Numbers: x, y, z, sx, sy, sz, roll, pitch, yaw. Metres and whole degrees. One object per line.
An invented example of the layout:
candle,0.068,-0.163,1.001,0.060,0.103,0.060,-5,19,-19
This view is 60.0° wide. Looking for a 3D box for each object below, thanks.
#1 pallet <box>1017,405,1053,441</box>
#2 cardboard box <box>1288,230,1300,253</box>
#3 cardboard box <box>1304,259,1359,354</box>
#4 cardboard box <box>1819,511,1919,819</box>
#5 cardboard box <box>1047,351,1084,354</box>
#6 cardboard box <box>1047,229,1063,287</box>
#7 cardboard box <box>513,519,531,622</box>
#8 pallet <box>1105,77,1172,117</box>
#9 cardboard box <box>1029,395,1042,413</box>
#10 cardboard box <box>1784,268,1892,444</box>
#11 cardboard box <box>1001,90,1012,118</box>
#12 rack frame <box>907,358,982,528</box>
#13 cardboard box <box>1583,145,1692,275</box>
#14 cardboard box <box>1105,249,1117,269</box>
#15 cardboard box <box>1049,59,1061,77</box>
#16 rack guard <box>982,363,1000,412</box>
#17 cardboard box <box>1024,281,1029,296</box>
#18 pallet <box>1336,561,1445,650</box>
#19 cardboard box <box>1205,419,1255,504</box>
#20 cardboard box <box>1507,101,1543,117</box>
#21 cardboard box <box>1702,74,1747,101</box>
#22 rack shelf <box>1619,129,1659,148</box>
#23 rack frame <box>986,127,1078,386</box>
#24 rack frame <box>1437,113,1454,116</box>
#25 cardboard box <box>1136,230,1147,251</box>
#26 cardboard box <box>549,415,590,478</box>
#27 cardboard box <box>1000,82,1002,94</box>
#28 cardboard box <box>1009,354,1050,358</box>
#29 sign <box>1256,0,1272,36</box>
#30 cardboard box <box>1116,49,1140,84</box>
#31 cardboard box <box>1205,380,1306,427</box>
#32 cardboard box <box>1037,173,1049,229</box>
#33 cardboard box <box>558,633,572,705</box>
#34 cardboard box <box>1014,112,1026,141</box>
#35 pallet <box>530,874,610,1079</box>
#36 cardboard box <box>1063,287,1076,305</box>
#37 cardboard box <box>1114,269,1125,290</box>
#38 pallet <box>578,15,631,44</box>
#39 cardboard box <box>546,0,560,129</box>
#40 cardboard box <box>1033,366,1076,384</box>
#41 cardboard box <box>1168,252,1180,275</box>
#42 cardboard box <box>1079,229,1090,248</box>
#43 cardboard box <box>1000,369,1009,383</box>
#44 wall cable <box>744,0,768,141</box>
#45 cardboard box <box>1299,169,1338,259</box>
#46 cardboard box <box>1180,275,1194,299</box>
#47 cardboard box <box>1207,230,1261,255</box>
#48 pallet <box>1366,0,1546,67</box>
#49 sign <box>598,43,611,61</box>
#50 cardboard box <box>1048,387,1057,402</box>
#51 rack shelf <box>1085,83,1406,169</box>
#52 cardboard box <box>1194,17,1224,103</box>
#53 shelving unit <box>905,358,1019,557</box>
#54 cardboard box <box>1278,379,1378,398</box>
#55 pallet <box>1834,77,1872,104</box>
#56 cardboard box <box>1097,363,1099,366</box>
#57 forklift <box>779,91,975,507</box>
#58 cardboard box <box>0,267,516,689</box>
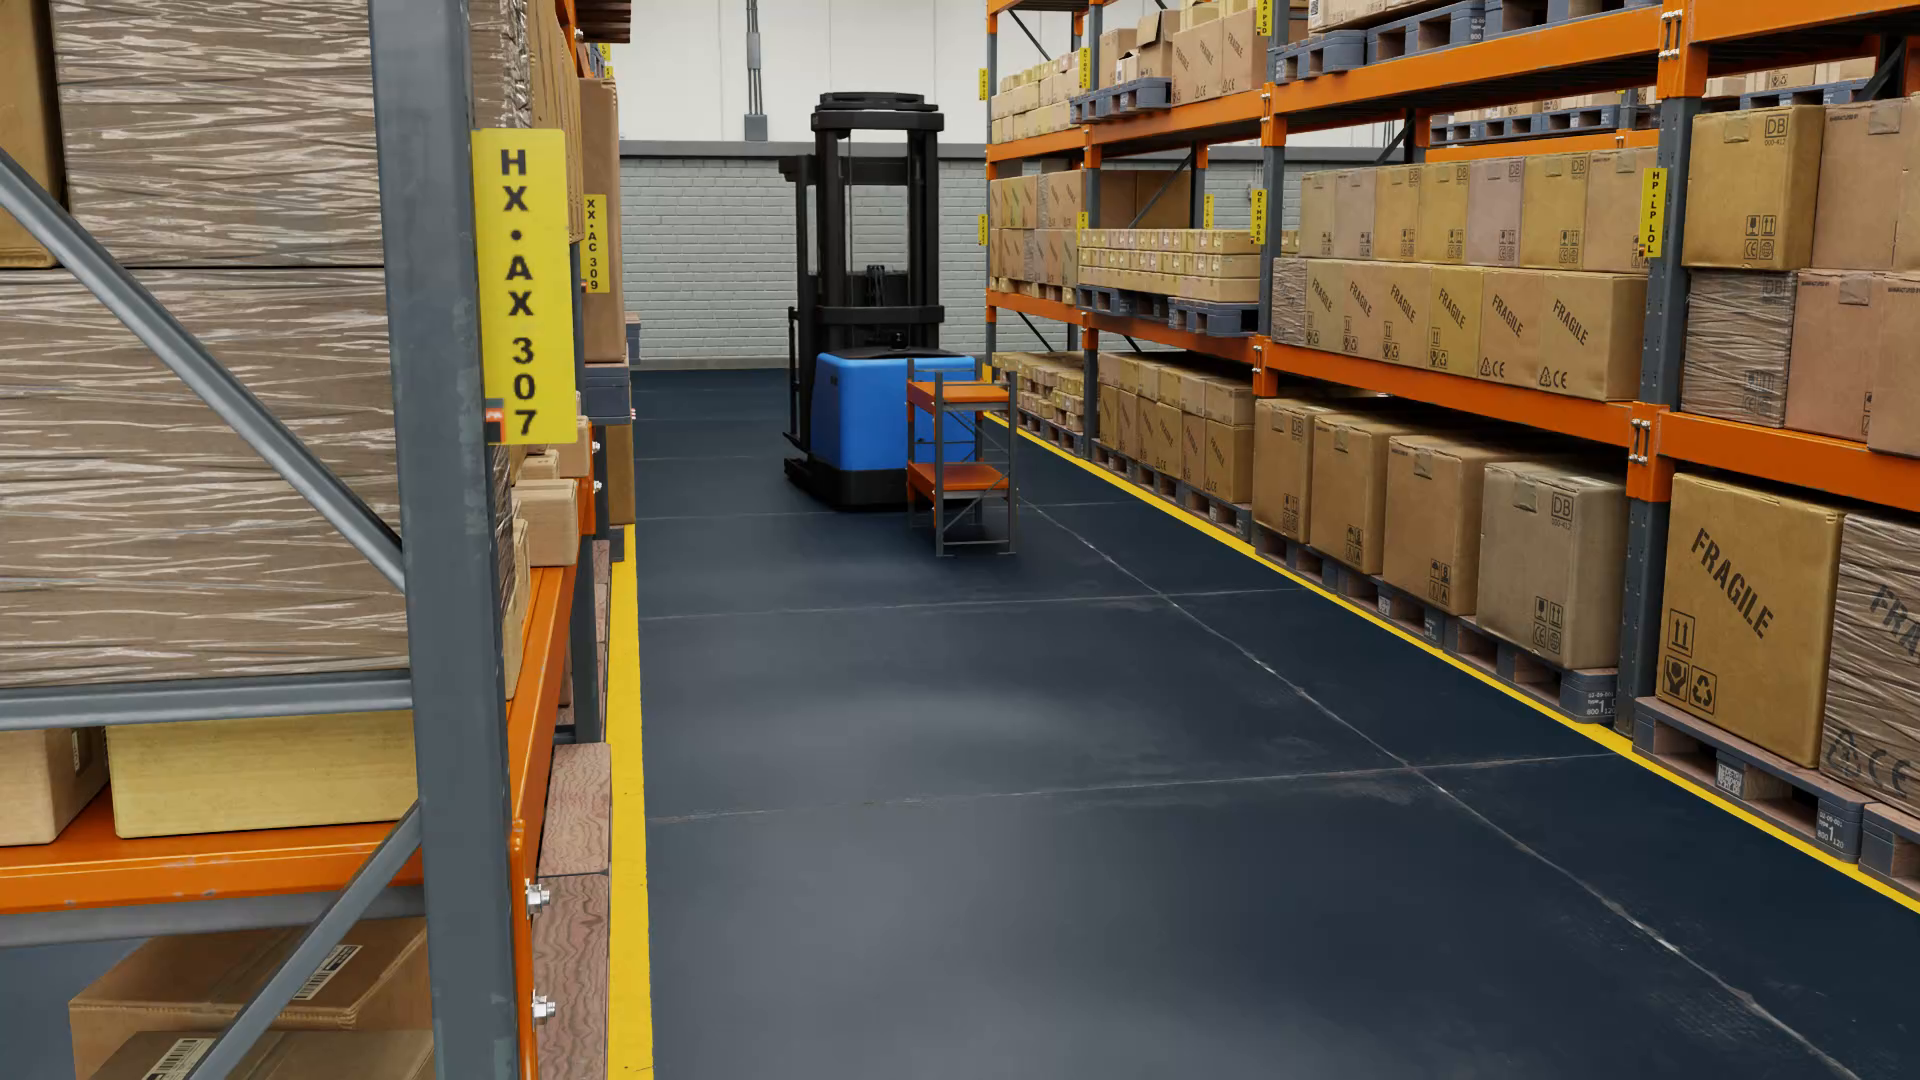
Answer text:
pallet,1.155,-1.156,16.207,1.003,0.211,1.213,-2,11,-11
cardboard box,2.385,-1.962,10.943,0.380,0.149,0.250,-2,11,-13
cardboard box,2.263,-1.310,9.290,0.500,0.500,0.500,-2,11,-12
cardboard box,3.350,0.408,5.091,0.875,0.875,0.875,-2,11,-11
cardboard box,1.135,-1.924,17.692,0.380,0.149,0.250,-2,11,-10
cardboard box,1.090,-2.549,15.003,0.500,0.500,0.500,-2,11,-13
cardboard box,-0.986,0.061,3.025,0.380,0.149,0.250,-2,11,-11
pallet,1.782,-3.254,12.251,1.213,0.211,1.003,-2,11,-11
cardboard box,0.885,-1.328,16.155,0.380,0.149,0.250,-2,11,-11
cardboard box,3.330,-0.619,5.526,0.875,0.550,0.550,-2,11,-11
cardboard box,0.716,-4.373,16.693,0.500,0.250,0.500,-2,11,-12
rack frame,-0.100,-0.647,11.088,0.500,1.125,0.032,-2,11,-11
cardboard box,3.015,-1.344,6.793,0.700,0.500,0.500,-2,11,-12
cardboard box,1.341,-2.178,12.868,0.380,0.149,0.250,-3,11,-13
cardboard box,1.022,-4.260,15.029,0.380,0.149,0.250,-3,11,-13
rack guard,0.798,-1.672,18.142,1.175,0.500,0.348,-2,11,-11
cardboard box,0.848,-2.483,16.391,0.380,0.149,0.250,-2,11,-12
pallet,2.653,0.294,8.587,1.003,0.211,1.213,-2,11,-11
cardboard box,1.955,-0.536,11.052,0.500,0.500,0.500,-2,11,-11
cardboard box,5.864,-4.515,16.715,0.500,0.500,0.500,-2,11,-10
cardboard box,6.284,-3.935,13.937,0.500,0.500,0.500,-2,11,-12
rack shelf,6.786,-3.132,13.030,1.077,0.370,4.000,-2,11,-11
rack frame,0.783,-2.914,17.982,1.000,3.000,0.127,-2,11,-11
rack frame,5.619,-6.059,18.464,1.000,3.000,0.127,-2,11,-11
cardboard box,1.495,-2.180,12.084,0.380,0.149,0.250,-2,11,-9
cardboard box,-1.251,-0.263,4.726,0.380,0.149,0.250,-2,11,-11
cardboard box,0.623,-4.687,17.276,0.380,0.149,0.250,-2,11,-11
cardboard box,0.724,-1.857,17.341,0.380,0.149,0.250,-2,11,-10
sign,1.807,-3.155,9.843,0.100,0.325,0.005,-2,11,-11
cardboard box,1.526,-3.647,12.928,0.500,0.311,0.500,-2,11,-12
cardboard box,1.949,-0.909,11.006,0.500,0.250,0.500,-2,11,-12
cardboard box,1.013,-3.132,15.391,0.500,0.500,0.500,-2,11,-10
cardboard box,-1.866,0.348,6.357,0.700,0.500,0.500,-3,11,-15
cardboard box,0.831,-4.031,16.232,0.500,0.250,0.500,-2,11,-13
pallet,-1.362,1.165,4.011,1.003,0.211,1.213,-2,11,-11
cardboard box,1.119,-2.144,14.609,0.380,0.149,0.250,-2,11,-13
cardboard box,1.389,-1.985,12.649,0.380,0.149,0.250,-3,11,-14
pallet,-1.988,-2.239,6.920,1.213,0.211,1.003,-2,11,-11
cardboard box,-1.018,-0.798,3.130,0.500,0.500,0.500,-2,11,-11
cardboard box,0.911,-1.570,15.835,0.380,0.149,0.250,-3,11,-13
cardboard box,1.641,-1.892,11.370,0.380,0.149,0.250,-2,11,-11
cardboard box,1.187,-2.466,13.589,0.380,0.149,0.250,-2,11,-8
cardboard box,0.631,-1.708,17.353,0.380,0.149,0.250,-2,11,-11
wall cable,-1.820,-8.442,22.377,2.277,5.999,0.120,-2,11,-11
cardboard box,2.417,-1.904,9.736,0.700,0.500,0.500,-2,11,-11
cardboard box,1.695,-1.696,11.132,0.380,0.149,0.250,-2,11,-10
cardboard box,1.794,-1.895,10.586,0.380,0.149,0.250,-3,11,-13
pallet,2.737,-2.506,8.323,1.003,0.211,1.213,-2,11,-8
sign,-2.793,-3.922,13.032,0.100,0.325,0.005,-2,11,-11
cardboard box,1.033,-1.371,15.585,0.380,0.149,0.250,-2,11,-10
rack shelf,1.950,-2.933,11.987,1.077,0.370,4.000,-2,11,-11
cardboard box,1.869,-3.156,10.964,0.500,0.500,0.500,-2,11,-11
shelving unit,-0.001,-0.554,10.598,0.538,1.125,1.048,-2,11,-11
cardboard box,2.443,-0.928,11.108,0.500,0.250,0.500,-3,11,-14
pallet,6.998,-3.142,11.664,1.213,0.211,1.003,-2,11,-8
cardboard box,1.419,-1.636,16.182,0.380,0.149,0.250,-2,11,-11
forklift,-0.768,-1.908,12.885,1.130,2.935,3.031,-3,11,-17
cardboard box,-1.070,-0.114,2.212,0.875,0.500,0.500,-2,11,-11
